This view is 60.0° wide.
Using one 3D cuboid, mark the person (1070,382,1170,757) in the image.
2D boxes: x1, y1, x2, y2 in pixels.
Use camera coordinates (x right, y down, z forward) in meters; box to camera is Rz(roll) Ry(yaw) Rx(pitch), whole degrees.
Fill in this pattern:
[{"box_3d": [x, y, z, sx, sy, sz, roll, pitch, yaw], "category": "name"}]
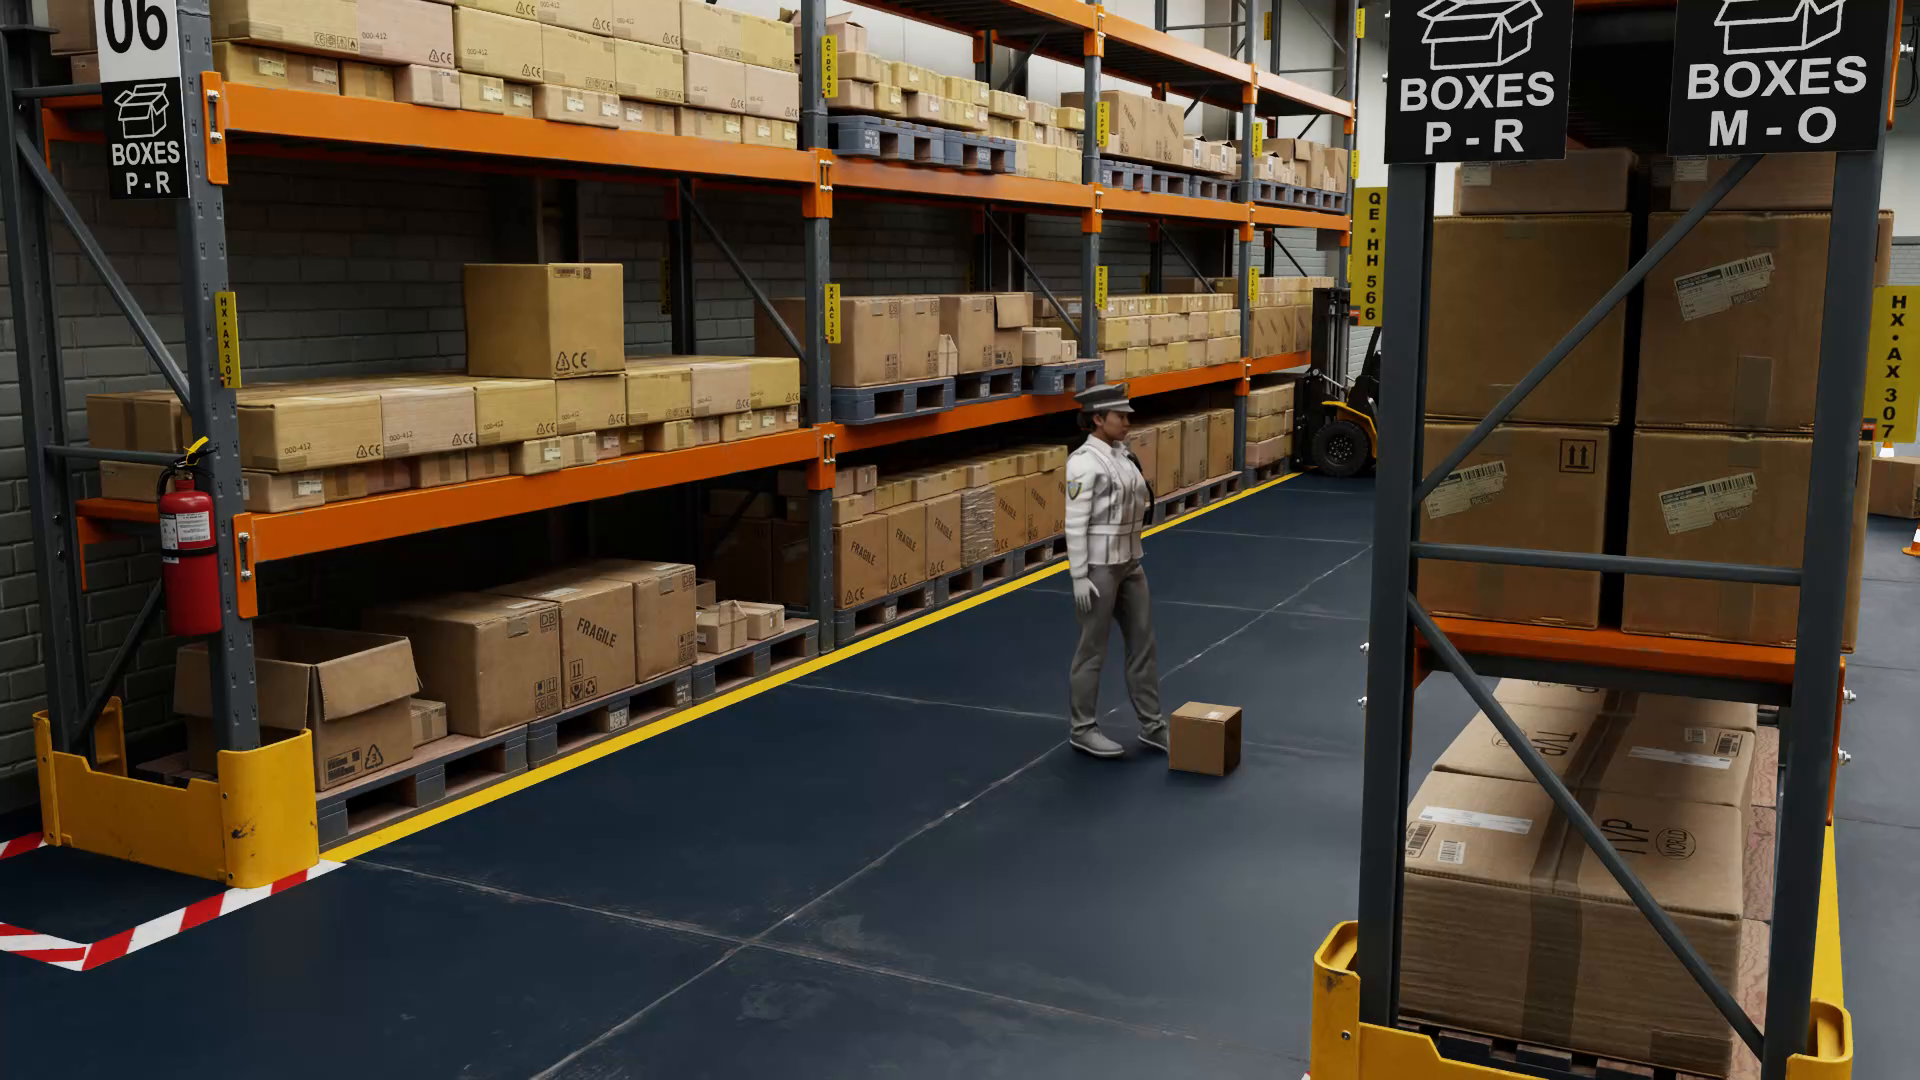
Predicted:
[{"box_3d": [0.769, 0.140, 7.422, 0.540, 1.689, 0.406, 6, 11, 34], "category": "person"}]
